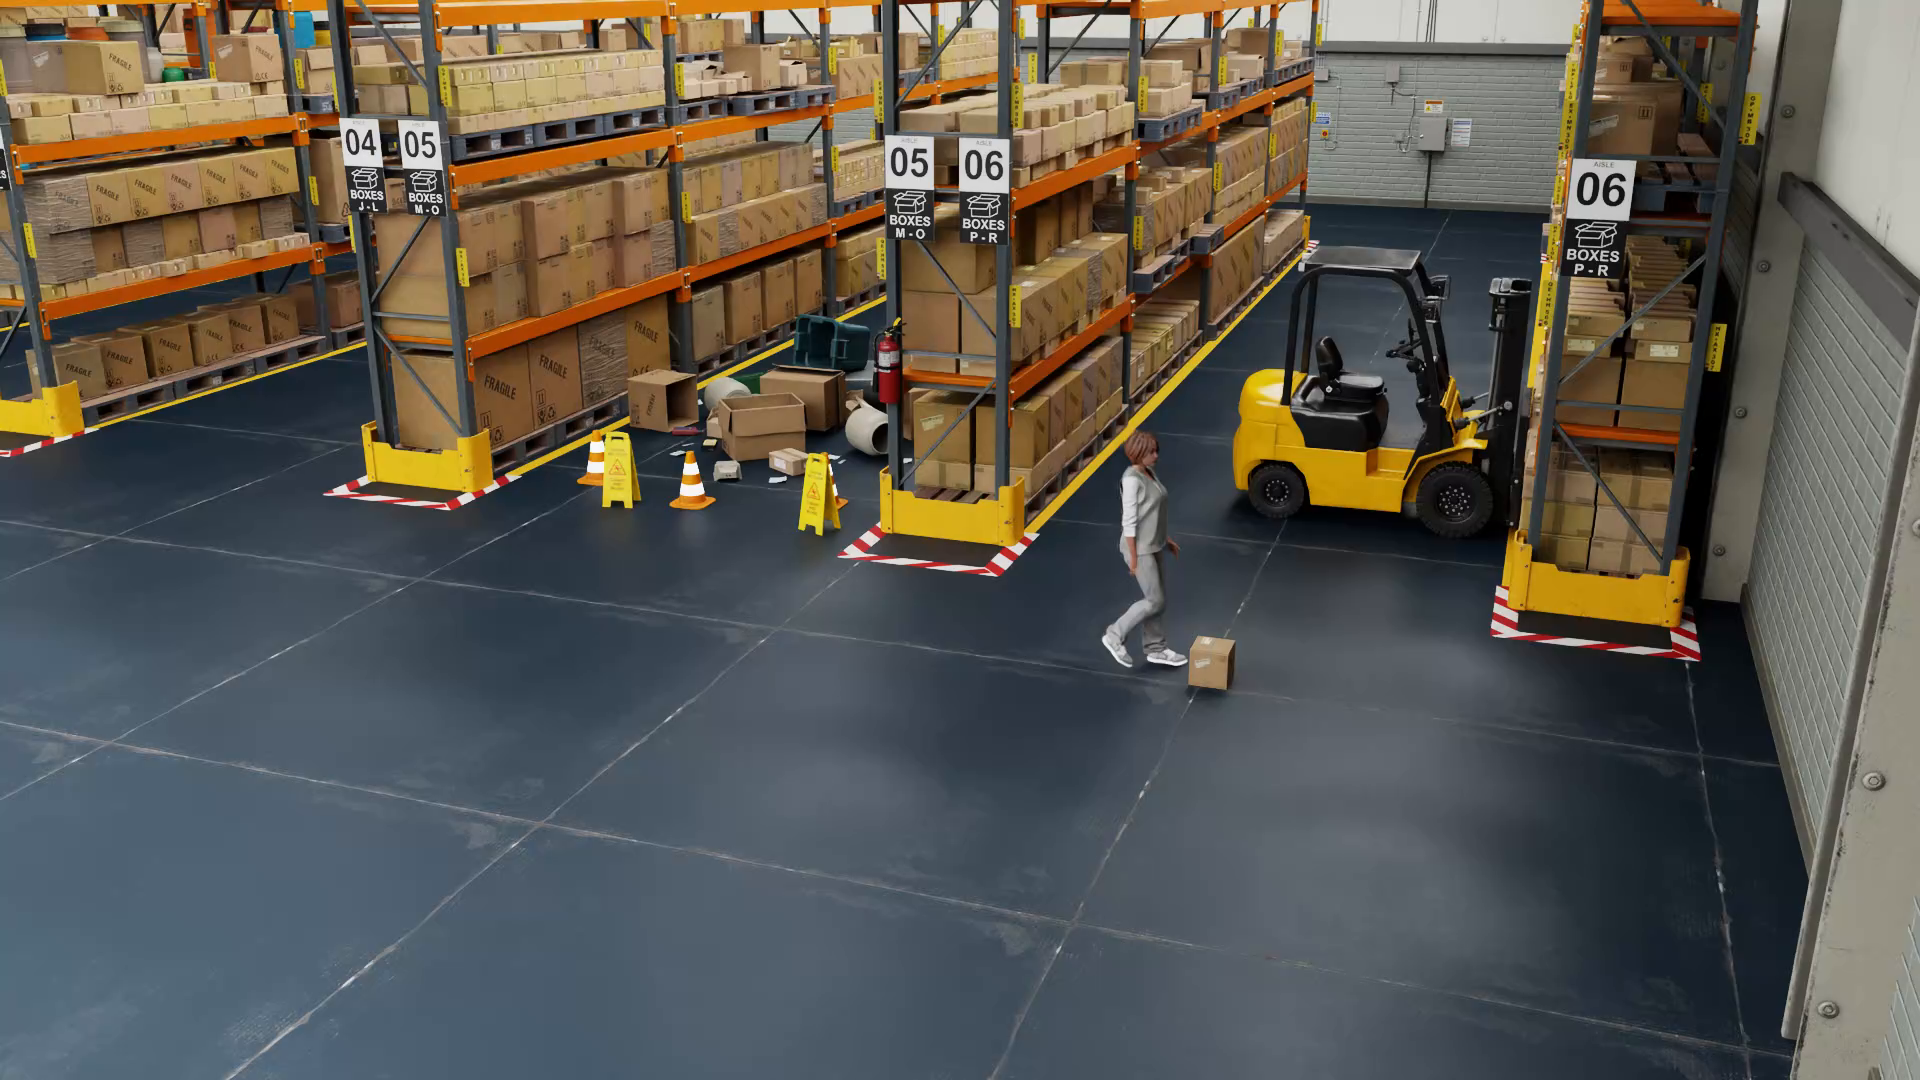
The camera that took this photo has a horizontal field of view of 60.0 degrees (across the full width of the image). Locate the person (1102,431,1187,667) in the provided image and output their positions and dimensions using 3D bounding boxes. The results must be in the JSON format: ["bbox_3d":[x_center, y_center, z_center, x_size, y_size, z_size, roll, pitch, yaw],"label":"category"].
[{"bbox_3d":[1.234,0.070,10.821,0.536,1.590,0.435,7,20,20],"label":"person"}]
